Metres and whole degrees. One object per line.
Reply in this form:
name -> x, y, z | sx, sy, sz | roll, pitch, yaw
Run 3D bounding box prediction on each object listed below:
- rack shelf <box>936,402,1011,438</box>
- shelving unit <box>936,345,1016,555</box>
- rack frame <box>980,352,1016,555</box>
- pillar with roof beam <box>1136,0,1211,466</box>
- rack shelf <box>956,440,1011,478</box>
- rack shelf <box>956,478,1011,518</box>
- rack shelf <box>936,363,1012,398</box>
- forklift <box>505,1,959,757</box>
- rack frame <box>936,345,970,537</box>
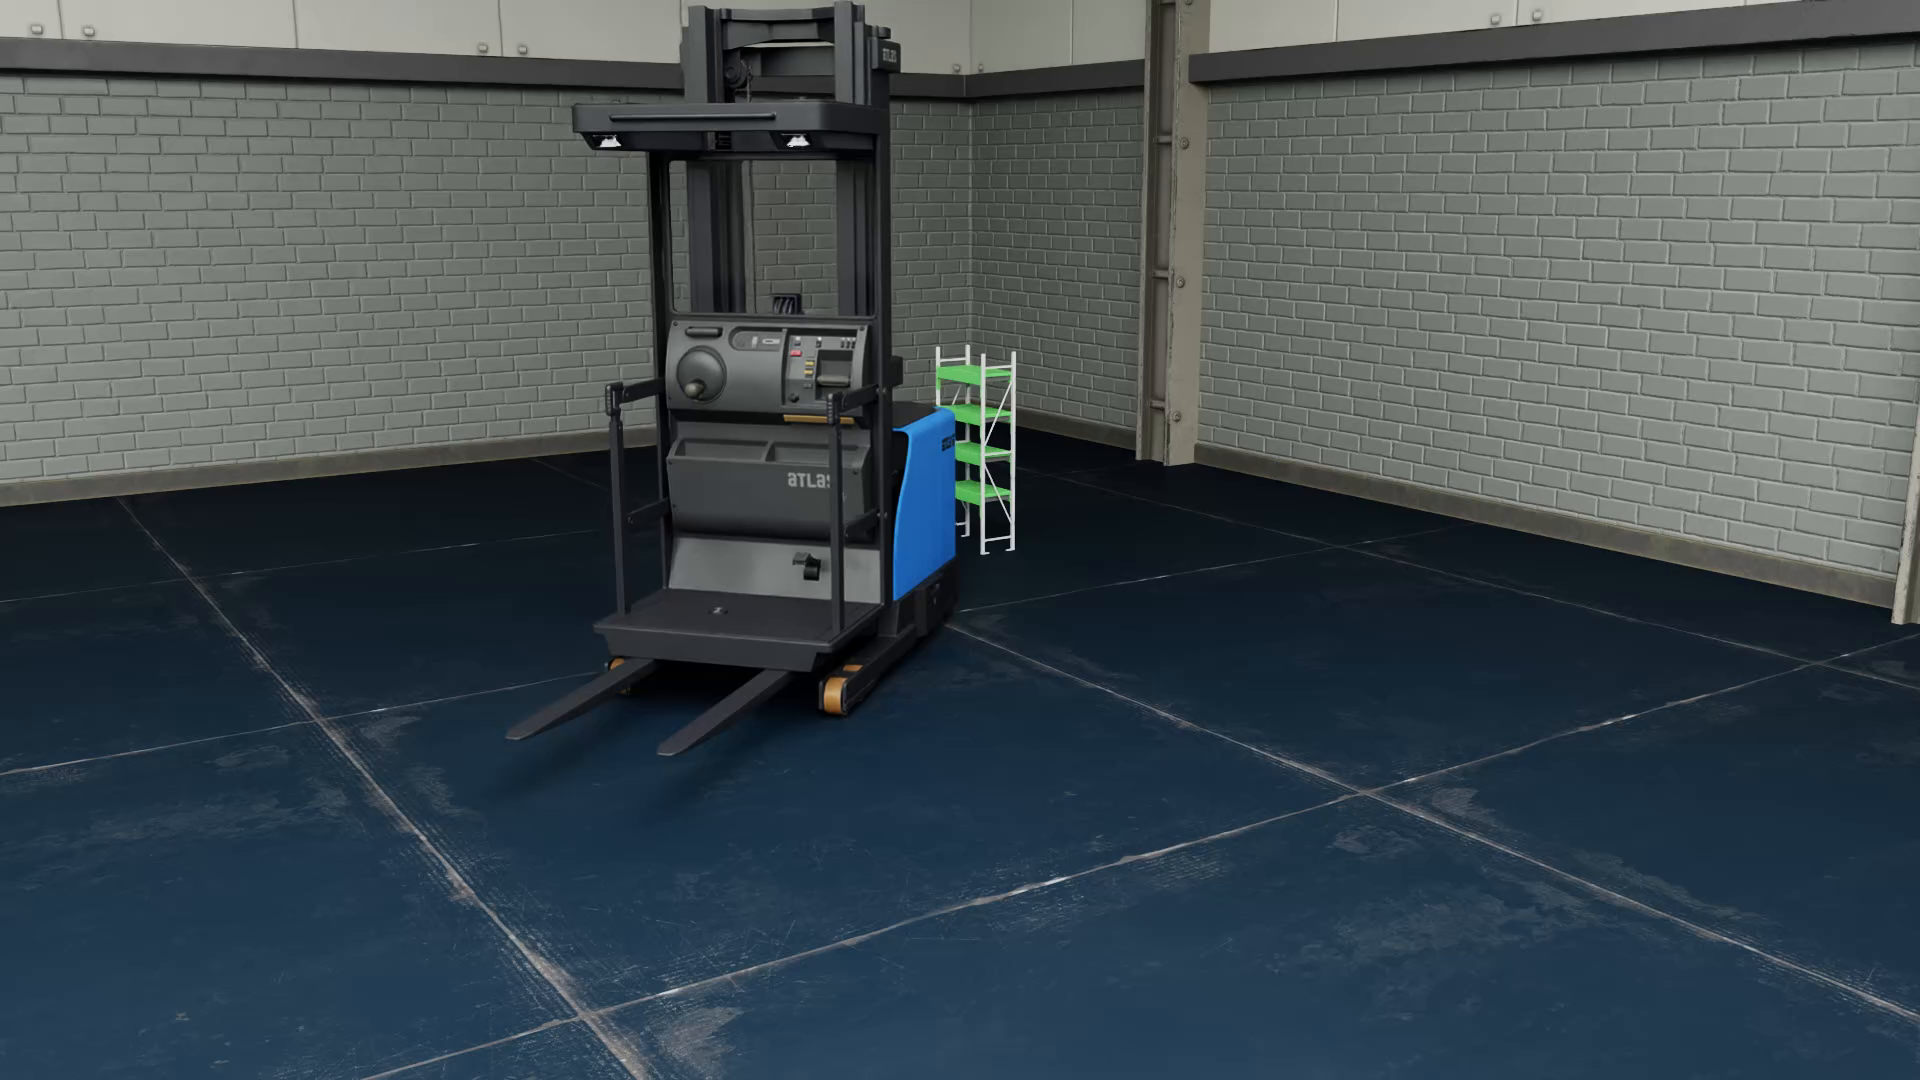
rack shelf -> 0.092, -0.729, 10.061 | 0.258, 0.148, 0.480 | -8, 15, -33
shelving unit -> 0.092, -0.557, 10.099 | 0.258, 1.200, 0.503 | -8, 15, -33
rack frame -> 0.227, -0.513, 9.901 | 0.240, 1.200, 0.015 | -8, 15, -33
pillar with roof beam -> -1.942, -4.519, 9.961 | 9.100, 9.000, 0.400 | -8, 15, -33
rack shelf -> 0.092, -0.494, 10.113 | 0.258, 0.148, 0.480 | -8, 15, -33
rack shelf -> 0.092, -0.260, 10.164 | 0.258, 0.148, 0.480 | -8, 15, -33
rack shelf -> 0.092, -0.963, 10.010 | 0.258, 0.148, 0.480 | -8, 15, -33
forklift -> -0.910, -0.786, 7.097 | 1.130, 2.935, 3.031 | 4, 13, 16
rack frame -> -0.043, -0.600, 10.297 | 0.240, 1.200, 0.015 | -8, 15, -33
